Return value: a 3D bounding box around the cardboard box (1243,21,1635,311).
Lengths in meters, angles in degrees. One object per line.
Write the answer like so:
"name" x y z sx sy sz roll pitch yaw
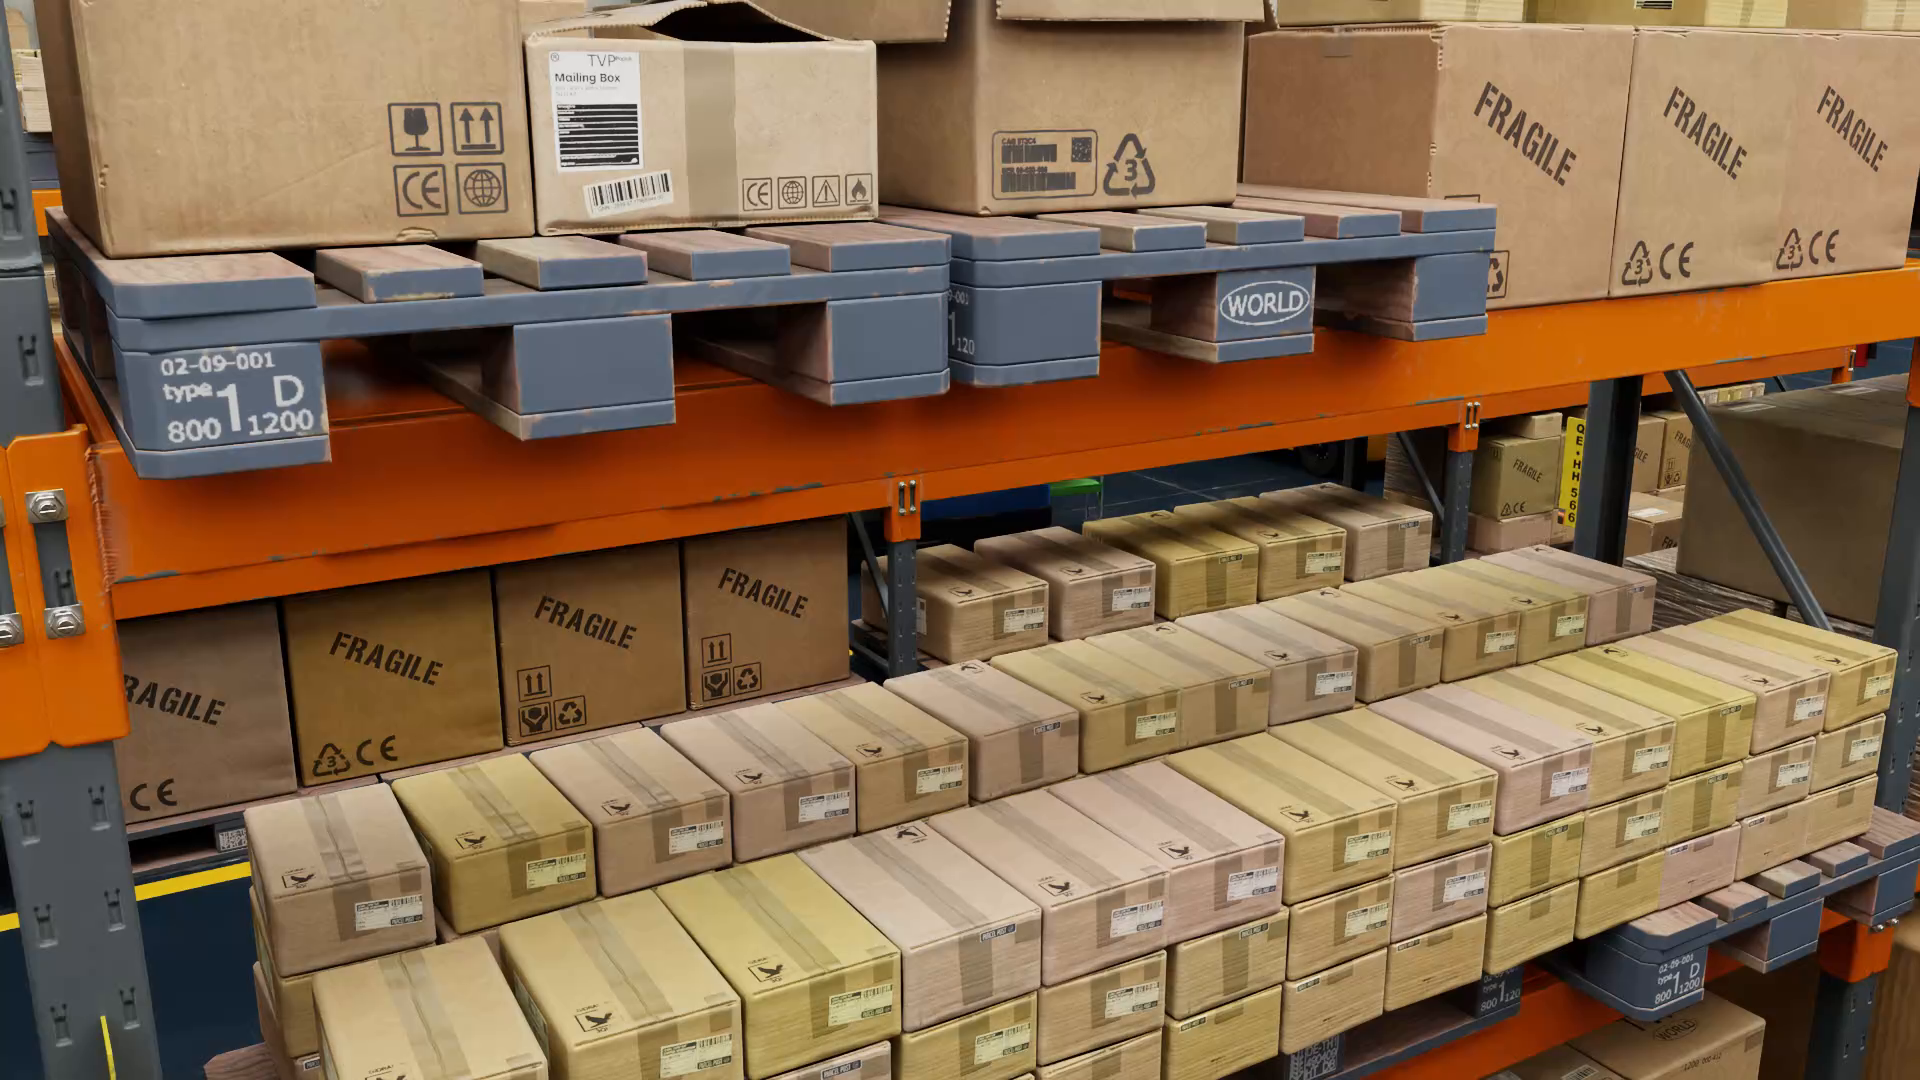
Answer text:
"cardboard box" 0.896 -0.723 3.189 0.500 0.500 0.500 -9 18 -30

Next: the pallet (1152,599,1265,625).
"pallet" 1.187 0.425 10.003 1.213 0.211 1.003 -9 18 -30

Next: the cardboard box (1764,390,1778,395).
"cardboard box" 5.777 -0.821 12.207 0.500 0.500 0.500 -9 18 -29

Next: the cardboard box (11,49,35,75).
"cardboard box" -5.843 -2.943 10.246 0.250 0.149 0.380 -9 18 -29

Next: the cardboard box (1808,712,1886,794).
"cardboard box" 1.919 0.440 3.920 0.250 0.149 0.380 -9 18 -29

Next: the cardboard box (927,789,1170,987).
"cardboard box" 0.145 0.585 2.850 0.250 0.149 0.380 -9 18 -30

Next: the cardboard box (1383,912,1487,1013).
"cardboard box" 0.819 0.761 3.325 0.250 0.149 0.380 -9 18 -28

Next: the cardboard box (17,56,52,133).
"cardboard box" -3.348 -1.655 6.171 0.258 0.266 0.396 -9 18 -30

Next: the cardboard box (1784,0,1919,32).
"cardboard box" 1.895 -1.254 3.667 0.258 0.266 0.396 -9 18 -30

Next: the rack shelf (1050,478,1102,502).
"rack shelf" 0.761 -0.355 12.078 0.480 0.148 0.258 -6 17 -22

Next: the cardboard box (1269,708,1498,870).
"cardboard box" 0.814 0.476 3.240 0.250 0.149 0.380 -8 18 -27

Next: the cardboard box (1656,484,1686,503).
"cardboard box" 4.881 -0.312 11.783 0.500 0.250 0.500 -10 18 -32

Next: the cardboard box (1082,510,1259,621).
"cardboard box" 1.243 0.137 9.953 0.625 0.372 0.950 -9 18 -28

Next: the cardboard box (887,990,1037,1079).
"cardboard box" -0.082 0.765 2.761 0.250 0.149 0.380 -10 19 -32

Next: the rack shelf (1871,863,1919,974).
"rack shelf" 3.822 0.559 5.692 4.000 0.370 1.077 -9 18 -30

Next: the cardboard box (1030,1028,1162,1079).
"cardboard box" 0.138 0.873 2.926 0.250 0.149 0.380 -10 19 -32

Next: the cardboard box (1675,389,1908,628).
"cardboard box" 2.498 -0.099 4.669 0.500 0.500 0.700 -9 18 -30

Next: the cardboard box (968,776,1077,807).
"cardboard box" 0.046 0.537 3.574 0.250 0.149 0.380 -9 18 -29

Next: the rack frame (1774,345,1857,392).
"rack frame" 6.329 -1.753 12.606 0.127 3.000 1.000 -9 18 -30

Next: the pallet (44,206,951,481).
"pallet" -0.737 -0.369 2.459 1.003 0.211 1.213 -9 18 -30

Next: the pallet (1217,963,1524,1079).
"pallet" 0.432 0.867 3.614 1.213 0.211 1.003 -9 18 -30

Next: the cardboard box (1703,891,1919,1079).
"cardboard box" 2.676 1.307 5.078 0.750 0.750 1.050 -9 18 -30

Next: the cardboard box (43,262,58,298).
"cardboard box" -5.987 -1.499 10.736 0.500 0.500 0.700 -9 18 -28

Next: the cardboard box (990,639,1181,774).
"cardboard box" 0.270 0.359 3.657 0.250 0.149 0.380 -10 18 -30

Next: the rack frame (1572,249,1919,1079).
"rack frame" 2.108 0.490 4.603 0.127 3.000 1.000 -9 18 -30

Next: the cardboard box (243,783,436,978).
"cardboard box" -1.078 0.578 2.877 0.250 0.149 0.380 -8 18 -27

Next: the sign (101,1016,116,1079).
"sign" -1.035 0.754 2.059 0.005 0.325 0.100 -9 18 -30

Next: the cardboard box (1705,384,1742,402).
"cardboard box" 5.280 -1.032 11.760 0.250 0.149 0.380 -9 18 -29

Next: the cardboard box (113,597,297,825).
"cardboard box" -3.467 0.631 7.259 0.875 0.875 0.875 -9 18 -28

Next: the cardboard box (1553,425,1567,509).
"cardboard box" 3.998 -0.533 11.181 0.500 0.500 0.500 -8 18 -27

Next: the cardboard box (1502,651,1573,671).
"cardboard box" 1.358 0.325 4.330 0.250 0.149 0.380 -8 18 -27

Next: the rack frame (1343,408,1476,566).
"rack frame" 2.900 -1.197 10.623 0.127 3.000 1.000 -9 18 -30

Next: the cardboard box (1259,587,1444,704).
"cardboard box" 0.943 0.250 4.047 0.250 0.149 0.380 -10 19 -32

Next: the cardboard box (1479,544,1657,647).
"cardboard box" 1.608 0.143 4.429 0.250 0.149 0.380 -9 18 -30

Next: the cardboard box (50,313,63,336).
"cardboard box" -3.432 -0.609 6.488 0.500 0.500 0.500 -9 18 -29

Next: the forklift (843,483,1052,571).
"forklift" -0.919 -1.320 11.189 3.031 2.935 1.130 -6 17 -22

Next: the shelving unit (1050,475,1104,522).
"shelving unit" 0.761 -0.647 11.996 0.503 1.200 0.258 -6 17 -22

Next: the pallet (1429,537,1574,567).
"pallet" 3.458 0.044 11.361 1.213 0.211 1.003 -9 18 -30

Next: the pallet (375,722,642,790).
"pallet" -2.288 0.962 8.086 1.213 0.211 1.003 -9 18 -30

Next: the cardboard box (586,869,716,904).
"cardboard box" -0.642 0.650 3.170 0.250 0.149 0.380 -8 18 -27

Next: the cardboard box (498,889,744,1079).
"cardboard box" -0.511 0.690 2.476 0.250 0.149 0.380 -9 18 -28

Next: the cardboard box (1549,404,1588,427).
"cardboard box" 4.123 -0.844 11.087 0.250 0.149 0.380 -8 18 -28

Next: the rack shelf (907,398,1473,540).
"rack shelf" 1.186 -0.573 9.728 4.000 0.370 1.077 -9 18 -30

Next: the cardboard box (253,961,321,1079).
"cardboard box" -1.083 0.864 2.957 0.250 0.149 0.380 -10 18 -31

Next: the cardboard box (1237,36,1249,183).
"cardboard box" 0.630 -0.843 3.616 0.500 0.500 0.500 -9 18 -30

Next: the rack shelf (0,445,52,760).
"rack shelf" -3.035 0.226 1.320 4.000 0.370 1.077 -9 18 -30

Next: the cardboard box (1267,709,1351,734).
"cardboard box" 0.701 0.432 3.947 0.250 0.149 0.380 -9 18 -30

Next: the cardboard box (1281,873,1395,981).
"cardboard box" 0.593 0.656 3.150 0.250 0.149 0.380 -10 18 -31

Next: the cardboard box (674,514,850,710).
"cardboard box" -1.163 0.257 8.595 0.875 0.875 0.875 -9 18 -30

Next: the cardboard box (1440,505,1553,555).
"cardboard box" 3.545 -0.095 11.007 0.500 0.250 0.500 -10 19 -32

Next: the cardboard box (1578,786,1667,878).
"cardboard box" 1.252 0.549 3.530 0.250 0.149 0.380 -9 18 -30

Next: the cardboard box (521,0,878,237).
"cardboard box" -0.459 -0.631 2.433 0.500 0.311 0.500 -10 18 -30

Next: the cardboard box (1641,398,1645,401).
"cardboard box" 4.595 -0.799 12.130 0.500 0.500 0.500 -9 18 -29

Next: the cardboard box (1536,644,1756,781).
"cardboard box" 1.483 0.368 3.626 0.250 0.149 0.380 -9 18 -28

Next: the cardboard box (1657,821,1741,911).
"cardboard box" 1.487 0.654 3.707 0.250 0.149 0.380 -9 18 -29

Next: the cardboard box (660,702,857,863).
"cardboard box" -0.400 0.468 3.268 0.250 0.149 0.380 -9 18 -30
